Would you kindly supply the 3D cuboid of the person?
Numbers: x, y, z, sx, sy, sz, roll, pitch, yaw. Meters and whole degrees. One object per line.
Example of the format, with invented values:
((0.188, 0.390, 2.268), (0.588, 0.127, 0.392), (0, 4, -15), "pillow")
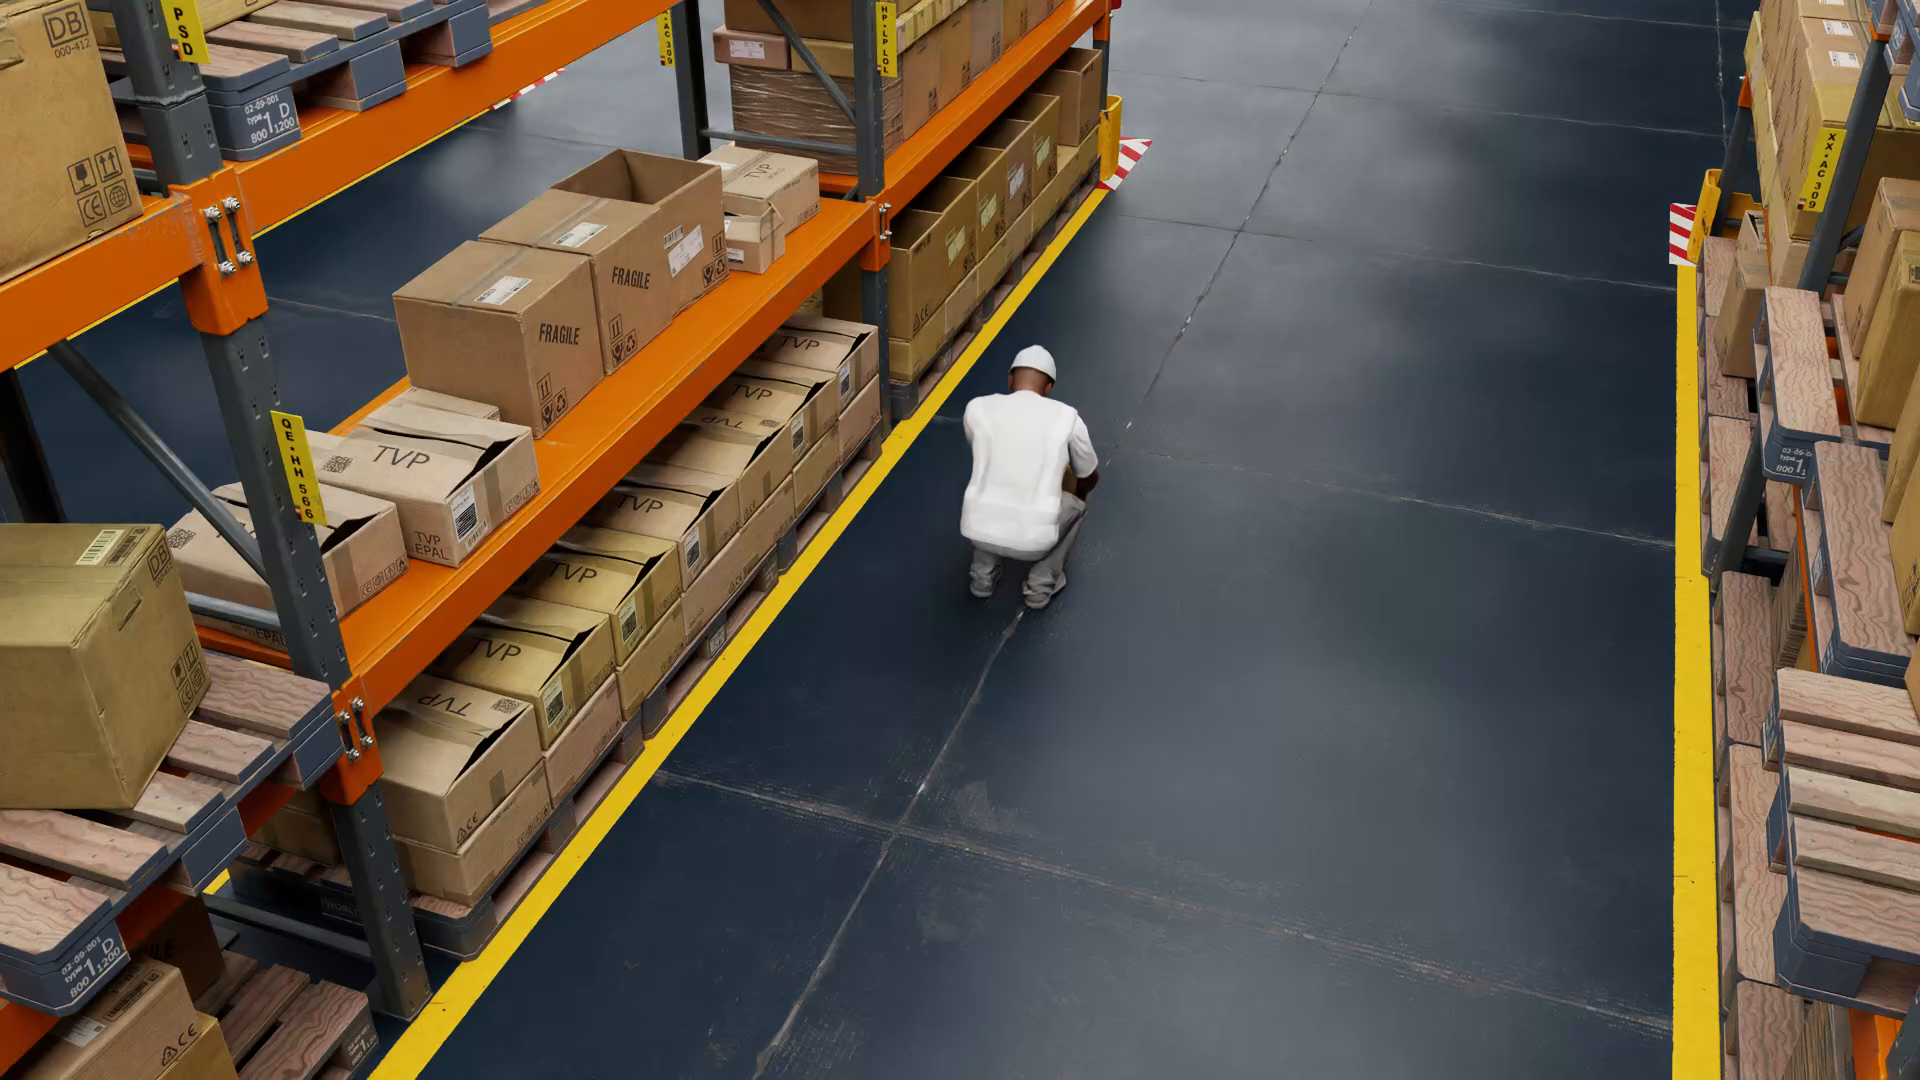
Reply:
((0.270, -0.286, 7.259), (0.537, 1.010, 0.910), (10, 34, 15), "person")
